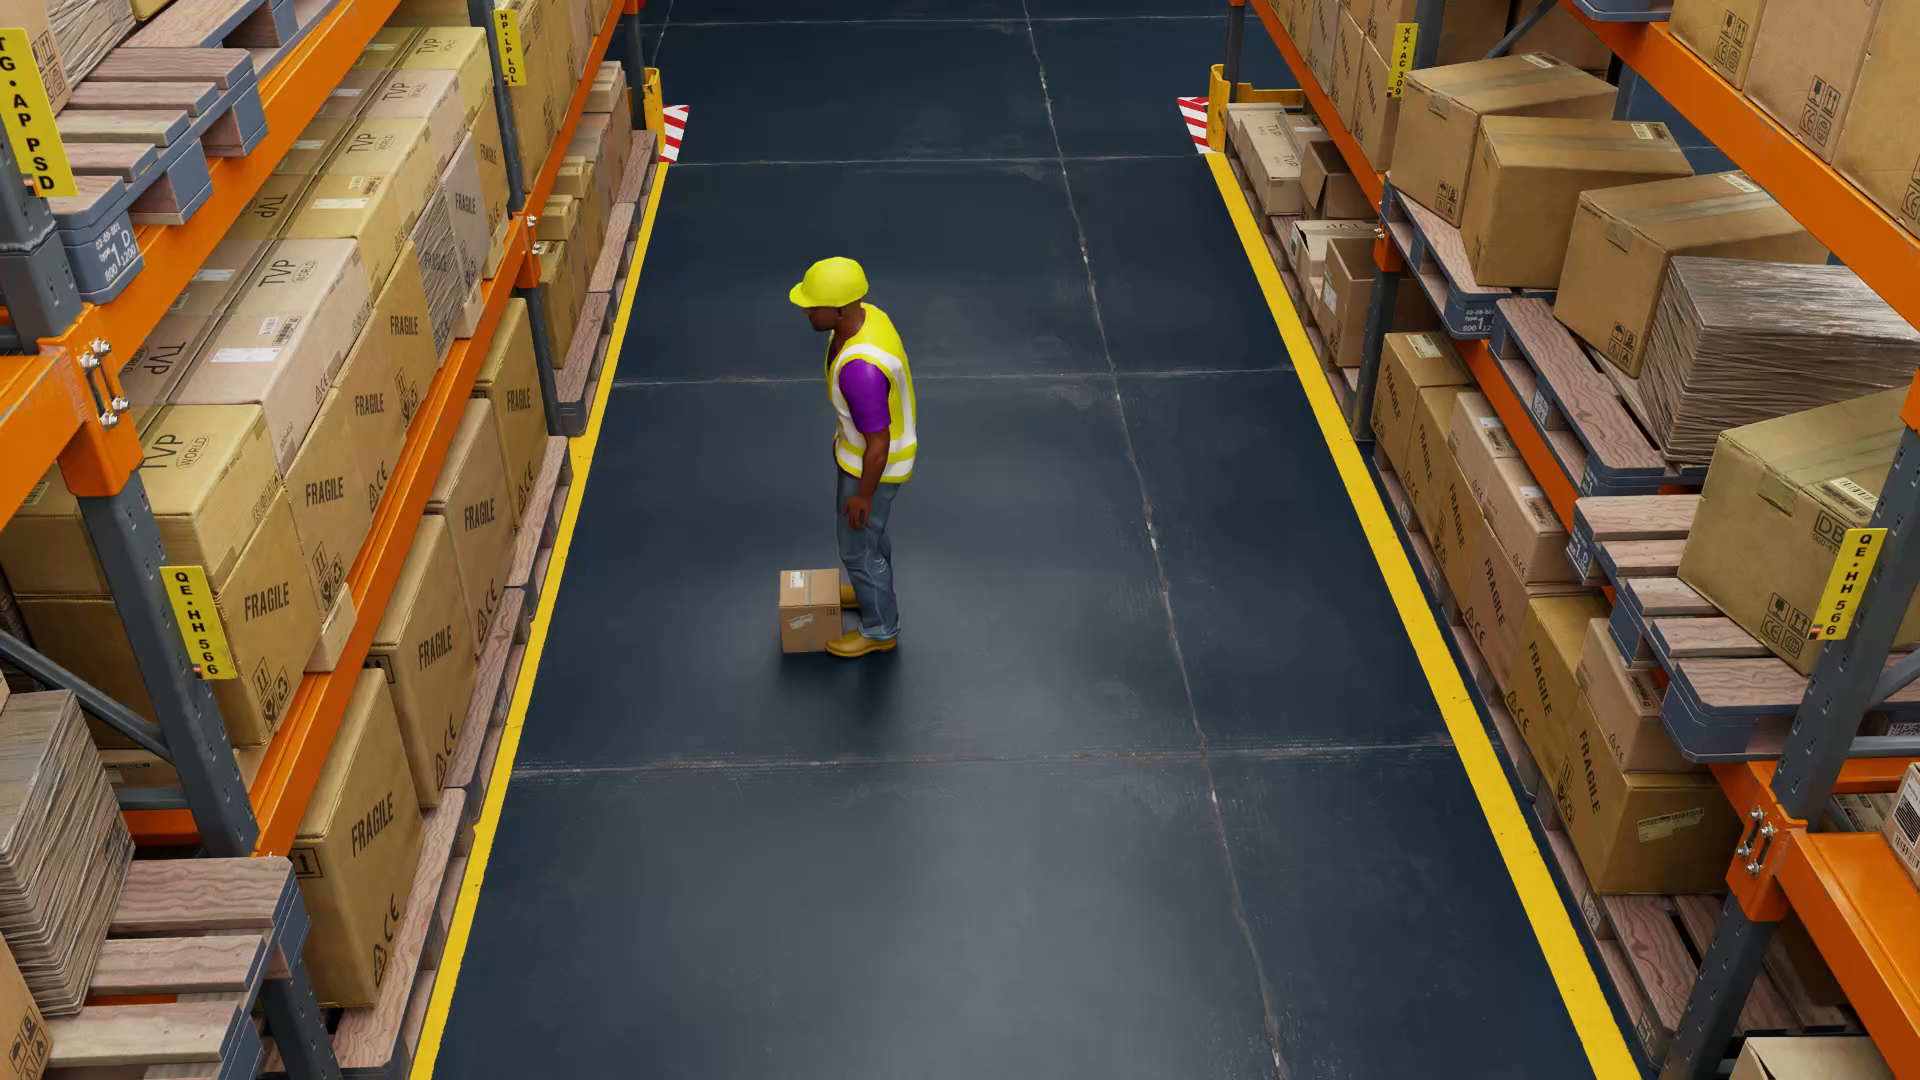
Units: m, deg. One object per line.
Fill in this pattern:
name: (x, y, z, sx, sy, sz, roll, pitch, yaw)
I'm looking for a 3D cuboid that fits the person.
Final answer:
person: (-0.403, -0.324, 6.593, 0.459, 1.760, 0.634, -3, 35, -5)
